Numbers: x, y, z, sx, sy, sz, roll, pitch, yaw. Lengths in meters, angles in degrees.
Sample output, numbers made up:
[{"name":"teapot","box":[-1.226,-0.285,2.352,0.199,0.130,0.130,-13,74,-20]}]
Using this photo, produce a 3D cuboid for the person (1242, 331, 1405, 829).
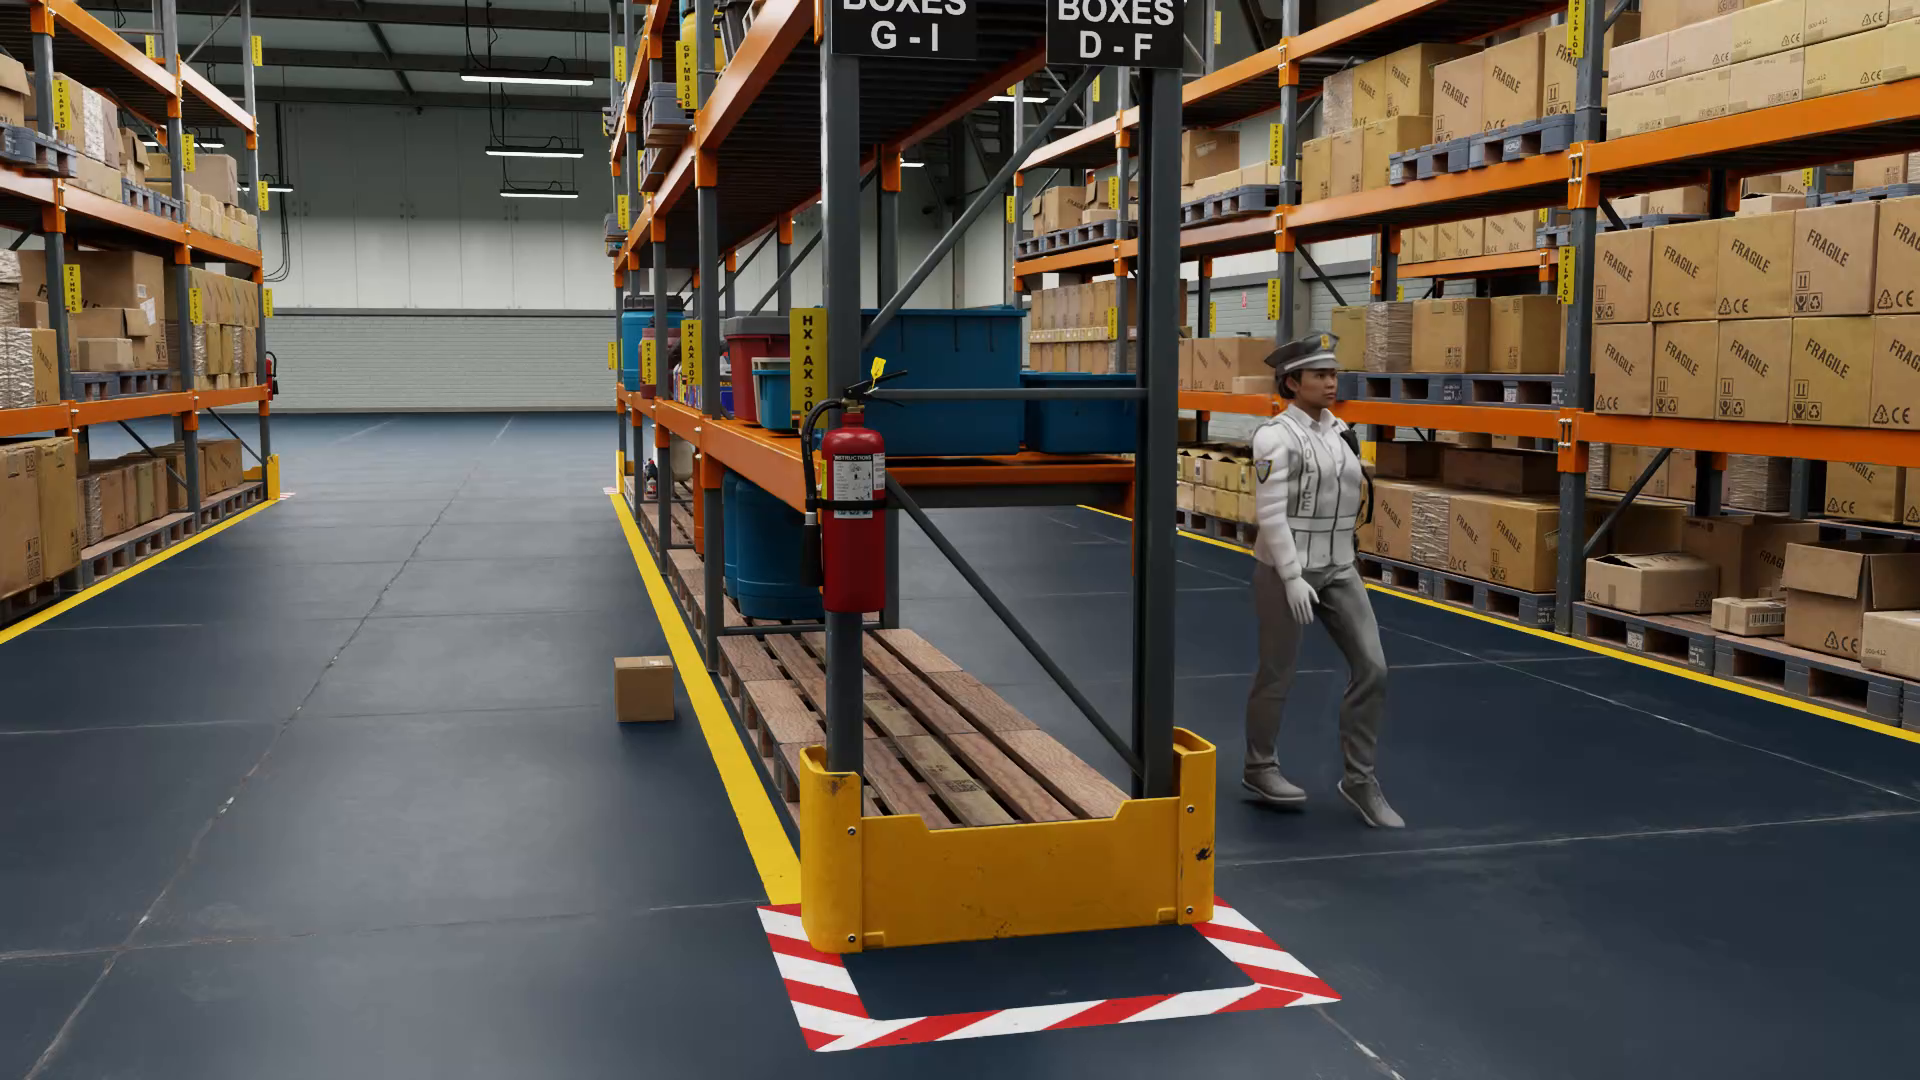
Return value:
[{"name":"person","box":[1.229,0.146,5.807,0.496,1.736,0.602,-4,7,-31]}]
